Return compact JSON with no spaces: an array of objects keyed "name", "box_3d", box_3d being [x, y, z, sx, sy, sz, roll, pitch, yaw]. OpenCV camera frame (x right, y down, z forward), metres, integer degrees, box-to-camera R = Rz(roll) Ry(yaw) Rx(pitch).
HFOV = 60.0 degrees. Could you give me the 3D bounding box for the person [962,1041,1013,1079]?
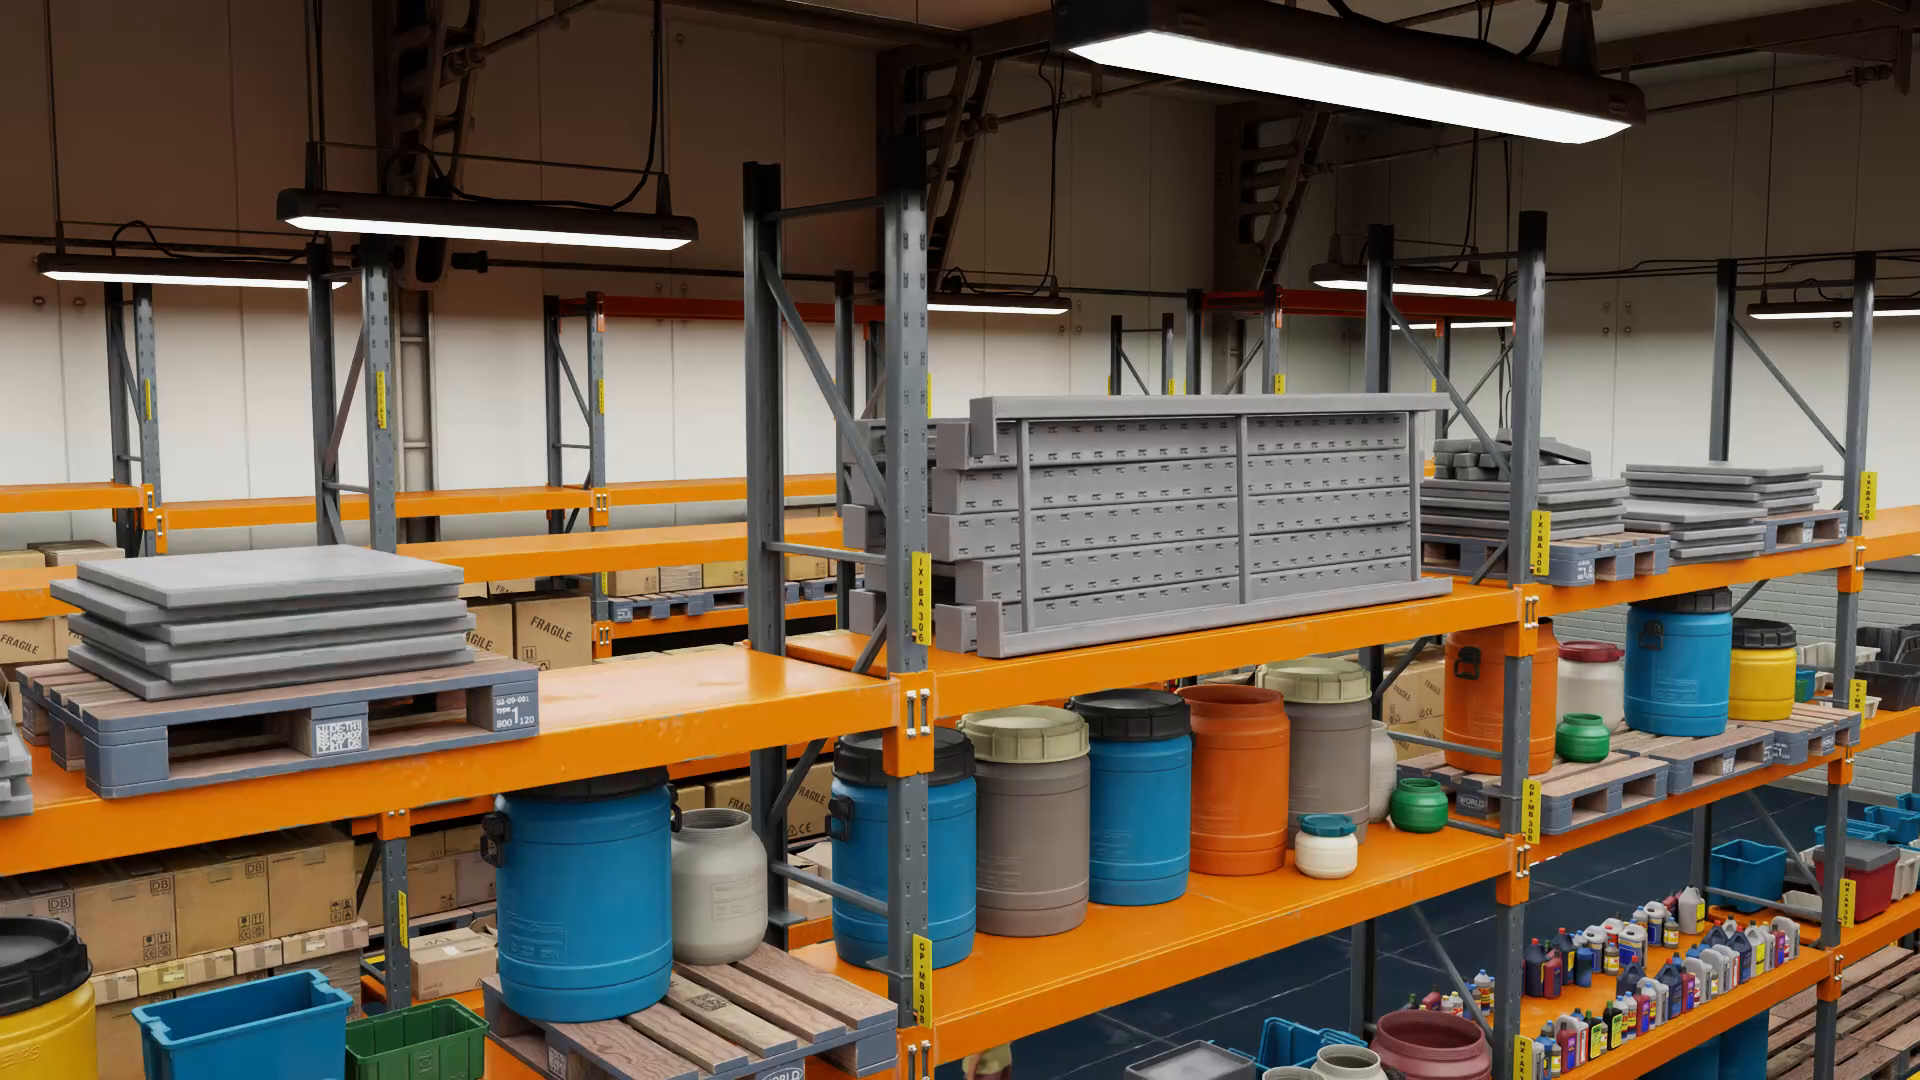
[{"name":"person","box_3d":[0.136,3.336,10.420,0.425,1.678,0.511,3,6,30]}]
